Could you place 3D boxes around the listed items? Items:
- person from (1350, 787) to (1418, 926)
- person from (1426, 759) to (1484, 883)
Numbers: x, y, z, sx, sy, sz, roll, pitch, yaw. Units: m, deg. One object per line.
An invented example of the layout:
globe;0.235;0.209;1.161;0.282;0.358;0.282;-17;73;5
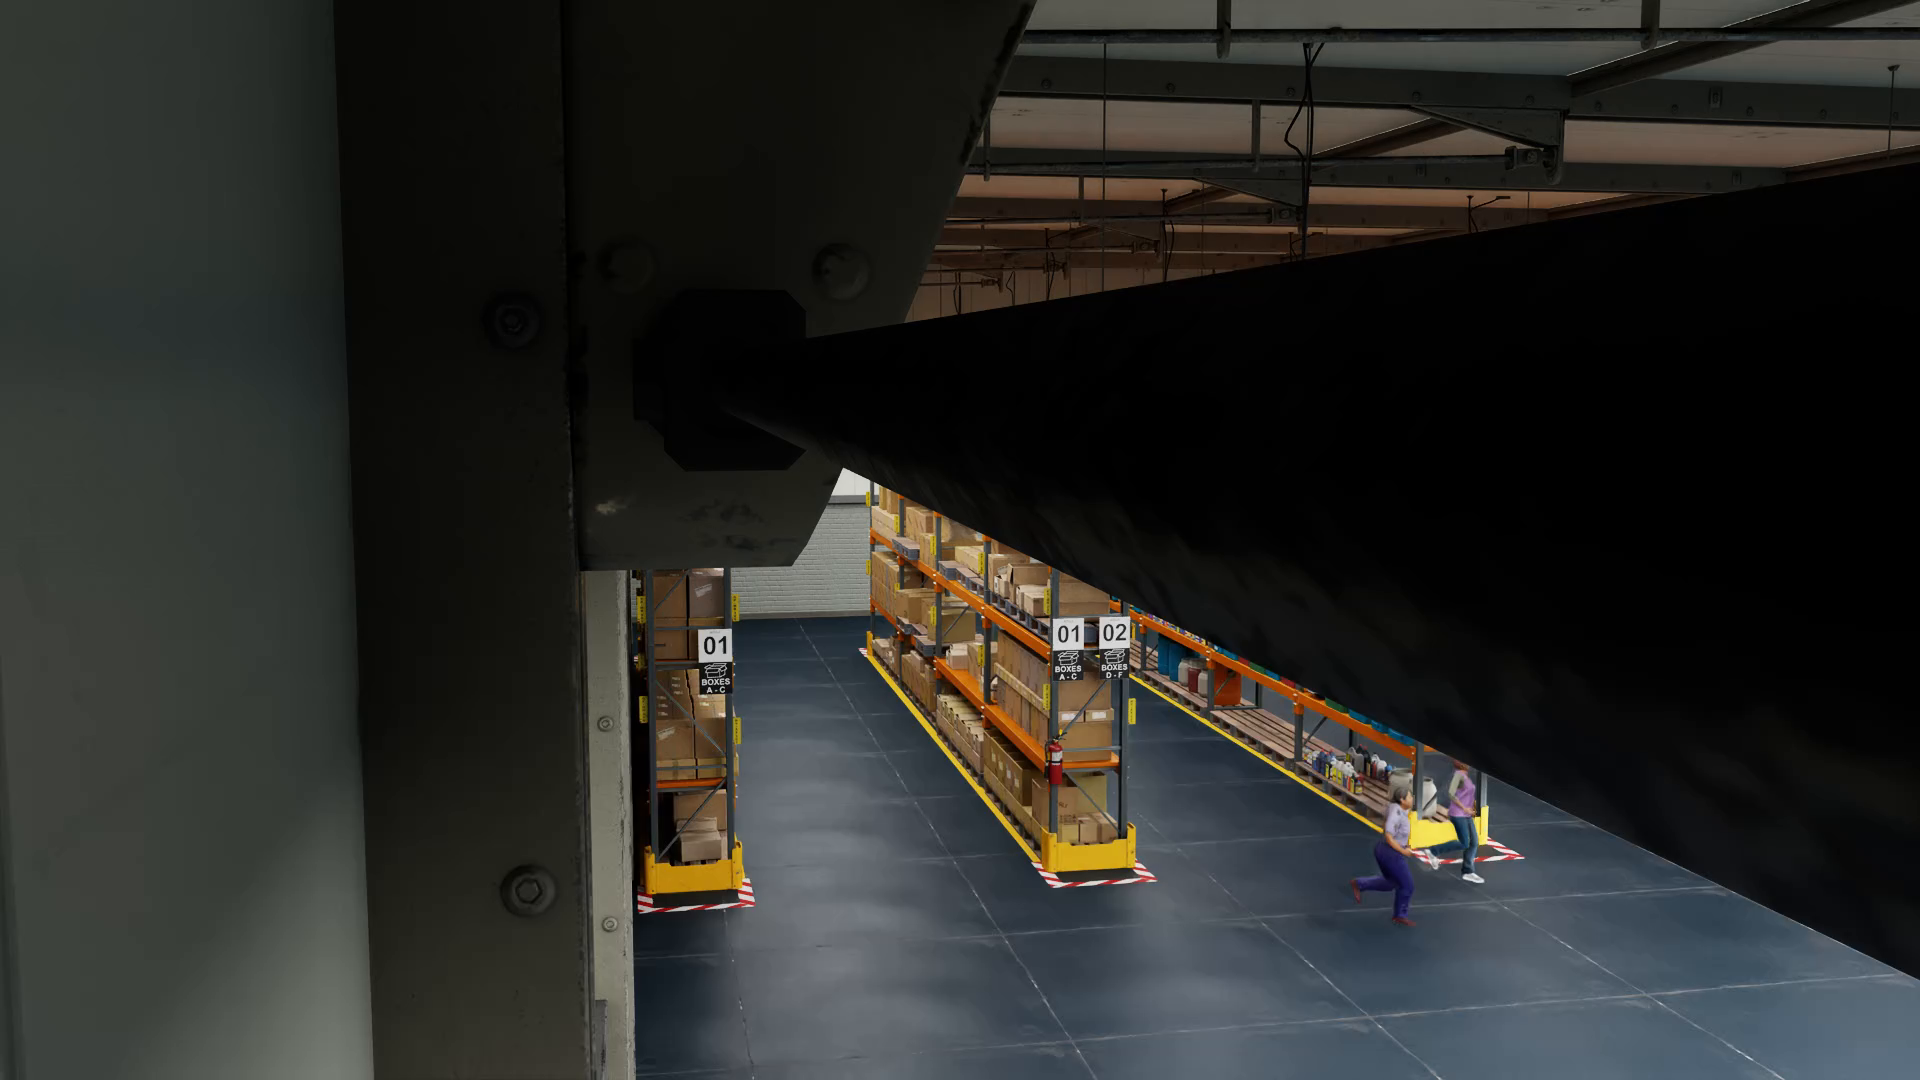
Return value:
person;4.842;3.593;18.897;0.746;1.632;0.623;1;6;10
person;6.205;3.411;20.643;0.722;1.539;0.596;3;7;28
